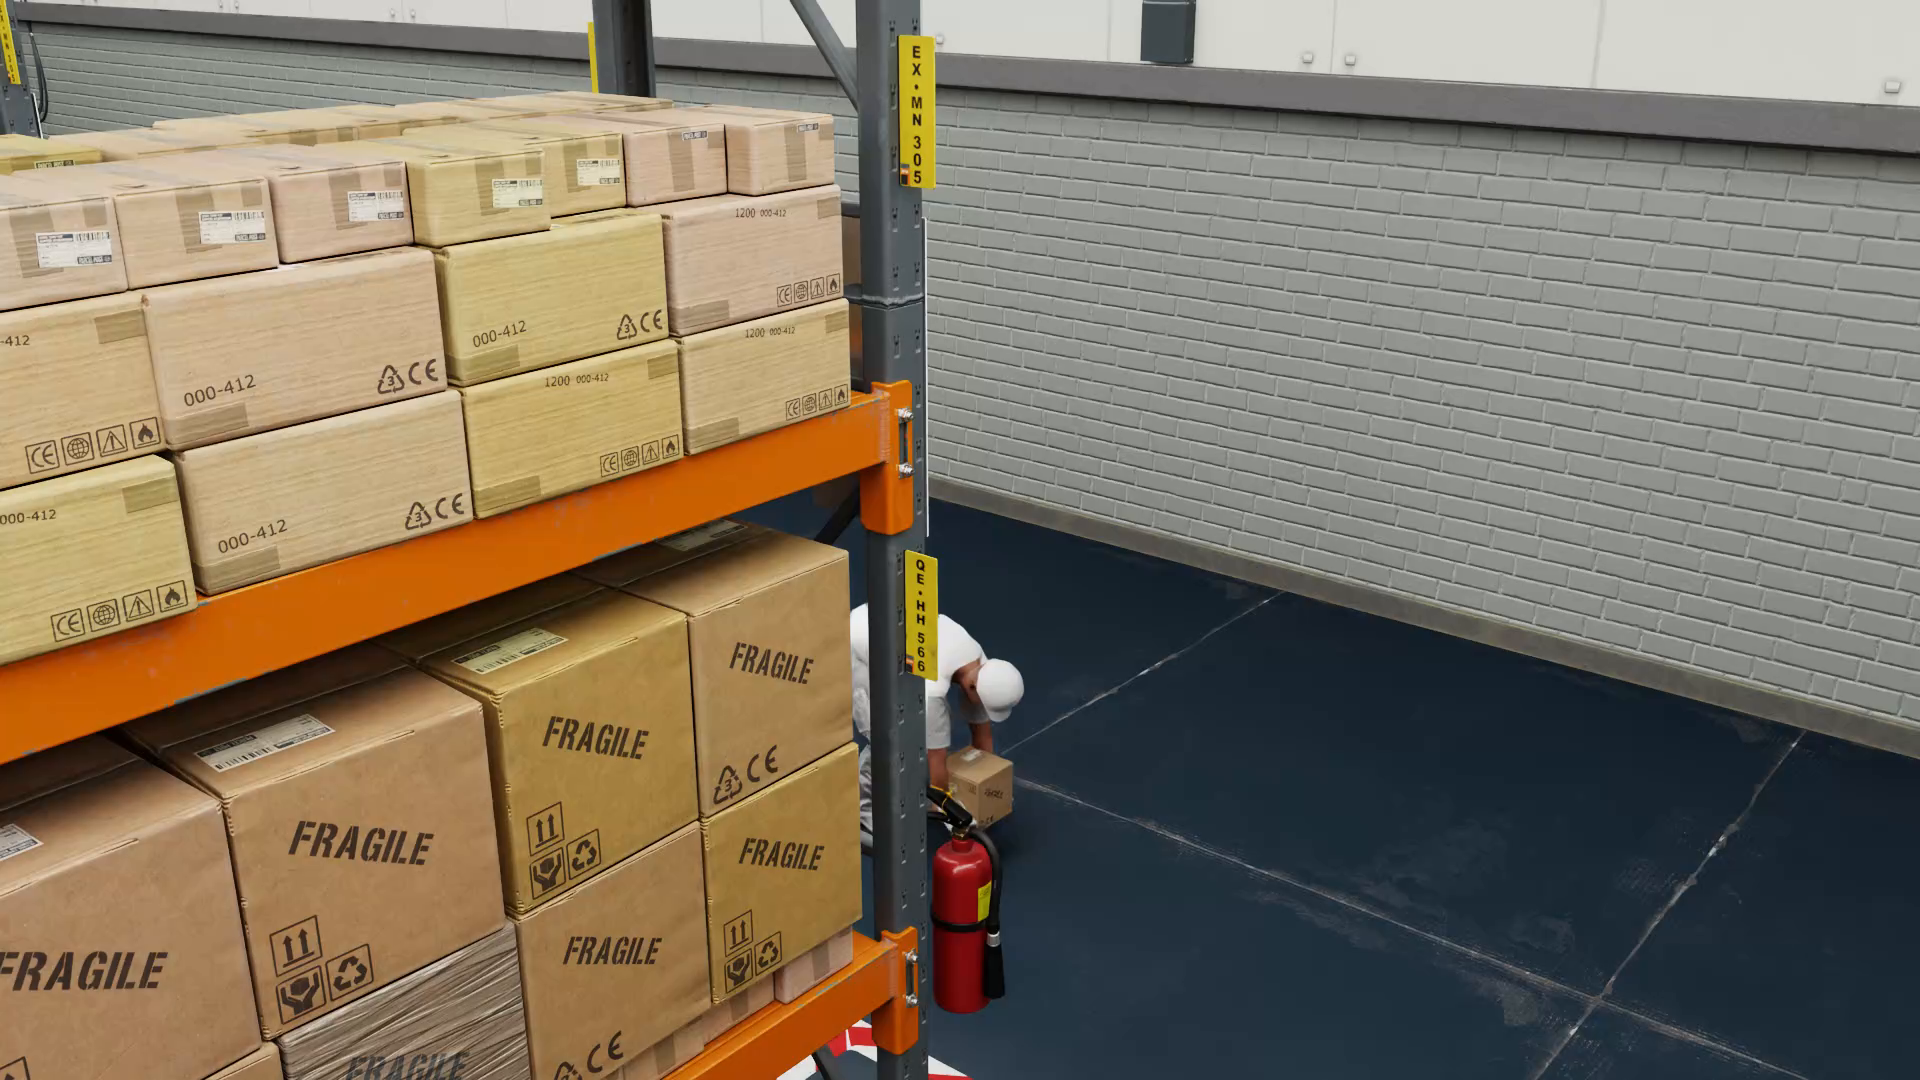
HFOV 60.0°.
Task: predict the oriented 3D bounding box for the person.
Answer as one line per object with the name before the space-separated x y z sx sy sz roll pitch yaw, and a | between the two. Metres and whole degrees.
person | -0.140 0.812 7.376 0.989 1.051 0.515 14 24 34
